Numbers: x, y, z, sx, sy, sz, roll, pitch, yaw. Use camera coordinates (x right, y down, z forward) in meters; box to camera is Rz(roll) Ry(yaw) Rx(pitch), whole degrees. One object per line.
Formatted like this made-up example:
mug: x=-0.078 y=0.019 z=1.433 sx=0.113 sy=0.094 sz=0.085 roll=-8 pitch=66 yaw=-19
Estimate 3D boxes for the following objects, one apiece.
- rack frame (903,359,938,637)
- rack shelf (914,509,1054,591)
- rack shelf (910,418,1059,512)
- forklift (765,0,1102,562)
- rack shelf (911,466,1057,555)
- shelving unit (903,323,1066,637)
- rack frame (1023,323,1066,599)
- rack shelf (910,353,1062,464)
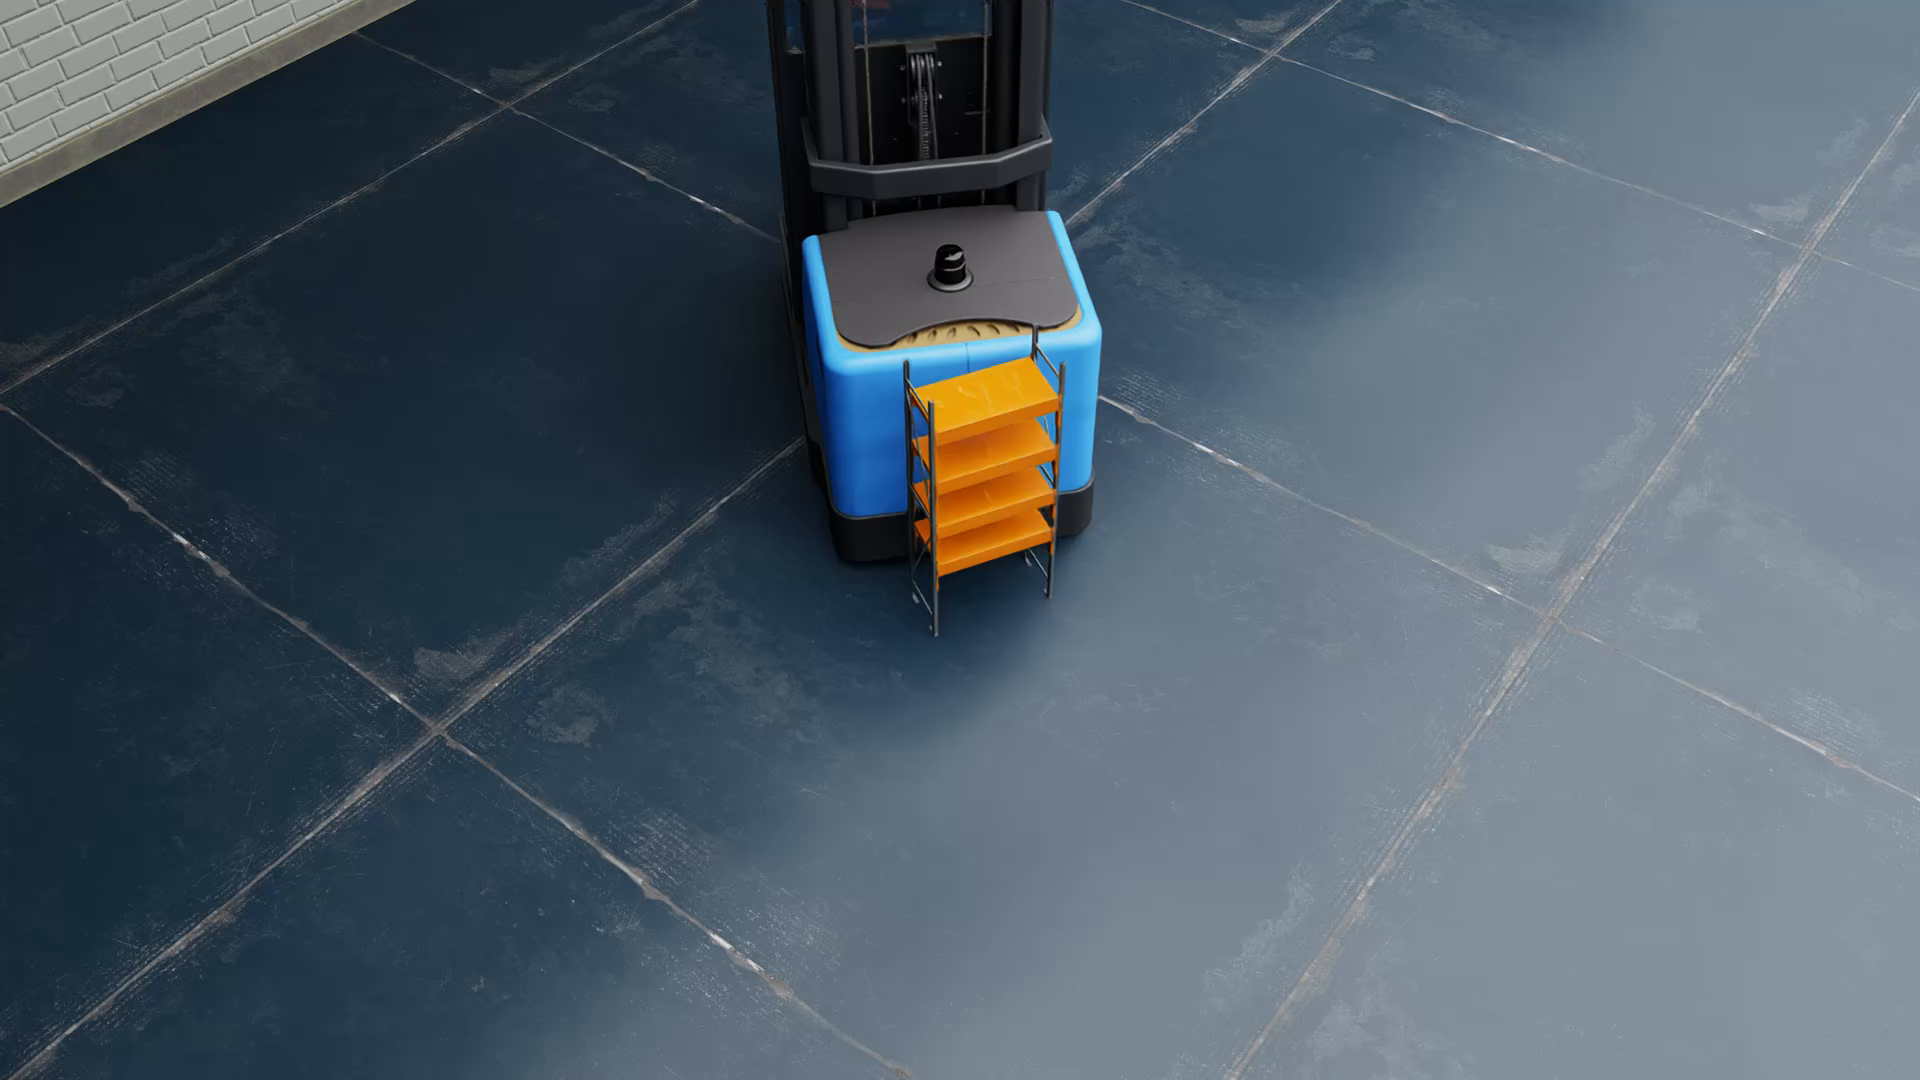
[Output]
rack frame: x=-0.139 y=-0.122 z=6.037 sx=0.015 sy=1.200 sz=0.240 roll=-17 pitch=49 yaw=-16
rack shelf: x=0.085 y=-0.009 z=6.297 sx=0.480 sy=0.148 sz=0.258 roll=-17 pitch=49 yaw=-16
rack shelf: x=0.085 y=-0.301 z=5.991 sx=0.480 sy=0.148 sz=0.258 roll=-17 pitch=49 yaw=-16
forklift: x=-0.230 y=-2.009 z=6.642 sx=1.130 sy=2.935 sz=3.031 roll=-7 pitch=47 yaw=-7
rack shelf: x=0.085 y=-0.146 z=6.153 sx=0.480 sy=0.148 sz=0.258 roll=-17 pitch=49 yaw=-16
shelving unit: x=0.085 y=-0.193 z=6.104 sx=0.503 sy=1.200 sz=0.258 roll=-17 pitch=49 yaw=-16
rack frame: x=0.308 y=-0.263 z=6.172 sx=0.015 sy=1.200 sz=0.240 roll=-17 pitch=49 yaw=-16
rack shelf: x=0.085 y=-0.464 z=5.820 sx=0.480 sy=0.148 sz=0.258 roll=-17 pitch=49 yaw=-16
